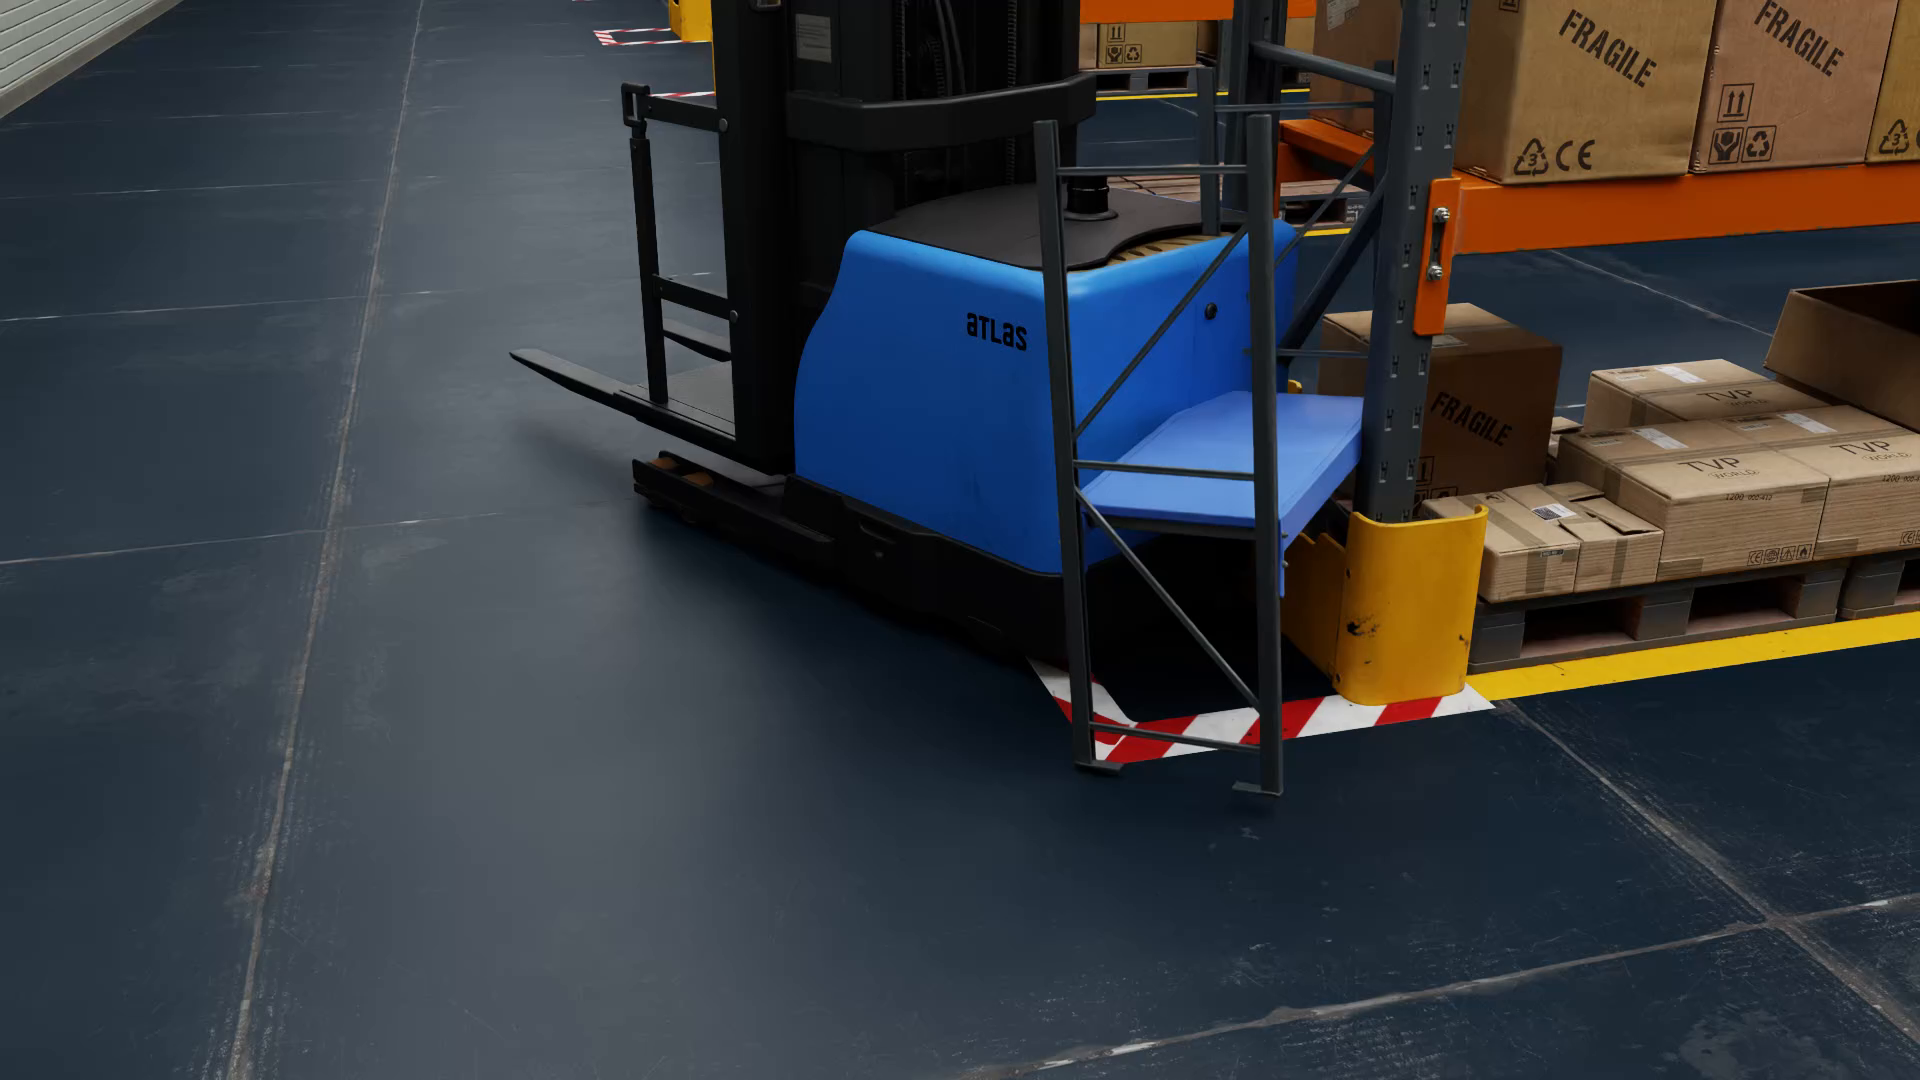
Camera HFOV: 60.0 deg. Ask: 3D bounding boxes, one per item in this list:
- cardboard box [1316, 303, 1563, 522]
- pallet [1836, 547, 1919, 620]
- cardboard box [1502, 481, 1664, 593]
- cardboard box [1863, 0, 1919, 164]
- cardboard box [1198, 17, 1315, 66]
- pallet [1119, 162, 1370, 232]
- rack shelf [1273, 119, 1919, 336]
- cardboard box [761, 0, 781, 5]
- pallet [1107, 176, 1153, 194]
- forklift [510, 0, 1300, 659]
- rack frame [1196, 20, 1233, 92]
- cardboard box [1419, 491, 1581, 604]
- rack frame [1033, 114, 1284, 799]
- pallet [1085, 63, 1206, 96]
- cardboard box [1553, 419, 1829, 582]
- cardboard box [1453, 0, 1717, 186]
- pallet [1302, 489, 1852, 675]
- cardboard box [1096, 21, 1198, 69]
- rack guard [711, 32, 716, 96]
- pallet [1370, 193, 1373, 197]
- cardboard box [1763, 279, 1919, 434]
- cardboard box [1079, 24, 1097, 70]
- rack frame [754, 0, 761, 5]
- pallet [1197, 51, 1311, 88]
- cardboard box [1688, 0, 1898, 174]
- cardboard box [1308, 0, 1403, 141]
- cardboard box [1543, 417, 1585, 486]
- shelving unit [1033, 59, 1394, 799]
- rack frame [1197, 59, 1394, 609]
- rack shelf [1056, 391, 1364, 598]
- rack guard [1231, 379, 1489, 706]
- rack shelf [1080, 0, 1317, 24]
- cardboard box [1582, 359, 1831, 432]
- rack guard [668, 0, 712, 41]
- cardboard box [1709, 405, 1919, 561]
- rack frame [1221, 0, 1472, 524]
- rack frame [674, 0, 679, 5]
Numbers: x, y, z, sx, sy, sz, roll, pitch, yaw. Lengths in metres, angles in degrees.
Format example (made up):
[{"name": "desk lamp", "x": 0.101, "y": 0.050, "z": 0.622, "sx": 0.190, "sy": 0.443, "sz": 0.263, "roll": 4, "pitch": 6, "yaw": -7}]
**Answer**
[{"name": "cardboard box", "x": 1.400, "y": -0.384, "z": 4.953, "sx": 0.500, "sy": 0.500, "sz": 0.500, "roll": -6, "pitch": 24, "yaw": -14}, {"name": "pallet", "x": 2.956, "y": -0.119, "z": 5.261, "sx": 1.213, "sy": 0.211, "sz": 1.003, "roll": -6, "pitch": 24, "yaw": -14}, {"name": "cardboard box", "x": 1.680, "y": -0.020, "z": 4.528, "sx": 0.250, "sy": 0.166, "sz": 0.380, "roll": -6, "pitch": 24, "yaw": -14}, {"name": "cardboard box", "x": 2.421, "y": -1.282, "z": 4.306, "sx": 0.500, "sy": 0.500, "sz": 0.500, "roll": -6, "pitch": 24, "yaw": -15}, {"name": "cardboard box", "x": 2.733, "y": -4.659, "z": 14.466, "sx": 0.875, "sy": 0.875, "sz": 1.225, "roll": -6, "pitch": 24, "yaw": -14}, {"name": "pallet", "x": 1.586, "y": -1.980, "z": 9.597, "sx": 1.213, "sy": 0.211, "sz": 1.003, "roll": -6, "pitch": 24, "yaw": -14}, {"name": "rack shelf", "x": 2.869, "y": -1.062, "z": 4.832, "sx": 4.000, "sy": 0.370, "sz": 1.077, "roll": -6, "pitch": 24, "yaw": -14}, {"name": "cardboard box", "x": -1.134, "y": -4.256, "z": 13.526, "sx": 0.875, "sy": 0.875, "sz": 0.875, "roll": -6, "pitch": 24, "yaw": -14}, {"name": "pallet", "x": 0.413, "y": -1.852, "z": 9.298, "sx": 1.213, "sy": 0.211, "sz": 1.003, "roll": -6, "pitch": 24, "yaw": -14}, {"name": "forklift", "x": -0.433, "y": -1.524, "z": 5.084, "sx": 1.130, "sy": 2.935, "sz": 3.031, "roll": -21, "pitch": 31, "yaw": -40}, {"name": "rack frame", "x": 2.122, "y": -5.367, "z": 13.953, "sx": 0.127, "sy": 3.000, "sz": 1.000, "roll": -6, "pitch": 24, "yaw": -14}, {"name": "cardboard box", "x": 1.439, "y": 0.015, "z": 4.469, "sx": 0.250, "sy": 0.149, "sz": 0.380, "roll": -6, "pitch": 24, "yaw": -14}, {"name": "rack frame", "x": 0.442, "y": -0.147, "z": 3.606, "sx": 0.500, "sy": 1.500, "sz": 0.032, "roll": 6, "pitch": 23, "yaw": 27}, {"name": "pallet", "x": 1.369, "y": -4.034, "z": 14.383, "sx": 1.213, "sy": 0.211, "sz": 1.003, "roll": -6, "pitch": 24, "yaw": -14}, {"name": "cardboard box", "x": 2.025, "y": -0.121, "z": 4.657, "sx": 0.500, "sy": 0.250, "sz": 0.500, "roll": -6, "pitch": 24, "yaw": -14}, {"name": "cardboard box", "x": 1.442, "y": -1.172, "z": 4.051, "sx": 0.500, "sy": 0.500, "sz": 0.500, "roll": -6, "pitch": 24, "yaw": -13}, {"name": "pallet", "x": 1.784, "y": 0.009, "z": 4.961, "sx": 1.213, "sy": 0.211, "sz": 1.003, "roll": -6, "pitch": 24, "yaw": -14}, {"name": "cardboard box", "x": 1.465, "y": -4.543, "z": 14.196, "sx": 0.875, "sy": 0.875, "sz": 0.875, "roll": -6, "pitch": 24, "yaw": -14}, {"name": "rack guard", "x": -1.752, "y": -3.789, "z": 13.447, "sx": 0.348, "sy": 0.500, "sz": 1.175, "roll": -6, "pitch": 24, "yaw": -14}, {"name": "pallet", "x": 2.763, "y": -2.112, "z": 9.904, "sx": 1.213, "sy": 0.211, "sz": 1.003, "roll": -6, "pitch": 24, "yaw": -14}, {"name": "cardboard box", "x": 2.987, "y": -0.458, "z": 5.121, "sx": 0.637, "sy": 0.503, "sz": 0.797, "roll": -6, "pitch": 24, "yaw": -14}, {"name": "cardboard box", "x": 0.599, "y": -4.447, "z": 13.973, "sx": 0.875, "sy": 0.875, "sz": 0.875, "roll": -6, "pitch": 24, "yaw": -14}, {"name": "rack frame", "x": -1.729, "y": -4.941, "z": 12.960, "sx": 0.127, "sy": 3.000, "sz": 1.000, "roll": -6, "pitch": 24, "yaw": -14}, {"name": "pallet", "x": 2.845, "y": -4.196, "z": 14.761, "sx": 1.213, "sy": 0.211, "sz": 1.003, "roll": -6, "pitch": 24, "yaw": -14}, {"name": "cardboard box", "x": 1.937, "y": -1.229, "z": 4.184, "sx": 0.500, "sy": 0.500, "sz": 0.500, "roll": -7, "pitch": 24, "yaw": -15}, {"name": "cardboard box", "x": 1.301, "y": -1.376, "z": 4.526, "sx": 0.500, "sy": 0.500, "sz": 0.500, "roll": -6, "pitch": 24, "yaw": -13}, {"name": "cardboard box", "x": 1.815, "y": -0.240, "z": 5.040, "sx": 0.250, "sy": 0.166, "sz": 0.380, "roll": -6, "pitch": 24, "yaw": -14}, {"name": "shelving unit", "x": 0.671, "y": -0.322, "z": 4.025, "sx": 0.538, "sy": 1.500, "sz": 1.048, "roll": 6, "pitch": 23, "yaw": 27}, {"name": "rack frame", "x": 0.900, "y": -0.496, "z": 4.444, "sx": 0.500, "sy": 1.500, "sz": 0.032, "roll": 6, "pitch": 23, "yaw": 27}, {"name": "rack shelf", "x": 0.686, "y": -0.153, "z": 4.087, "sx": 0.538, "sy": 0.185, "sz": 1.000, "roll": 6, "pitch": 23, "yaw": 27}, {"name": "rack guard", "x": 1.016, "y": -0.038, "z": 4.706, "sx": 0.348, "sy": 0.500, "sz": 1.175, "roll": -6, "pitch": 24, "yaw": -14}, {"name": "rack shelf", "x": 1.534, "y": -2.943, "z": 9.216, "sx": 4.000, "sy": 0.370, "sz": 1.077, "roll": -6, "pitch": 24, "yaw": -14}, {"name": "cardboard box", "x": 2.323, "y": -0.359, "z": 5.212, "sx": 0.500, "sy": 0.250, "sz": 0.500, "roll": -6, "pitch": 24, "yaw": -14}, {"name": "rack guard", "x": -2.898, "y": -5.694, "z": 17.886, "sx": 0.348, "sy": 0.500, "sz": 1.175, "roll": -6, "pitch": 24, "yaw": -14}, {"name": "cardboard box", "x": 2.506, "y": -0.174, "z": 4.782, "sx": 0.500, "sy": 0.250, "sz": 0.500, "roll": -6, "pitch": 24, "yaw": -14}, {"name": "rack frame", "x": 0.943, "y": -1.179, "z": 4.194, "sx": 0.127, "sy": 3.000, "sz": 1.000, "roll": -6, "pitch": 24, "yaw": -14}, {"name": "rack frame", "x": -2.972, "y": -6.834, "z": 17.374, "sx": 0.127, "sy": 3.000, "sz": 1.000, "roll": -6, "pitch": 24, "yaw": -14}]
